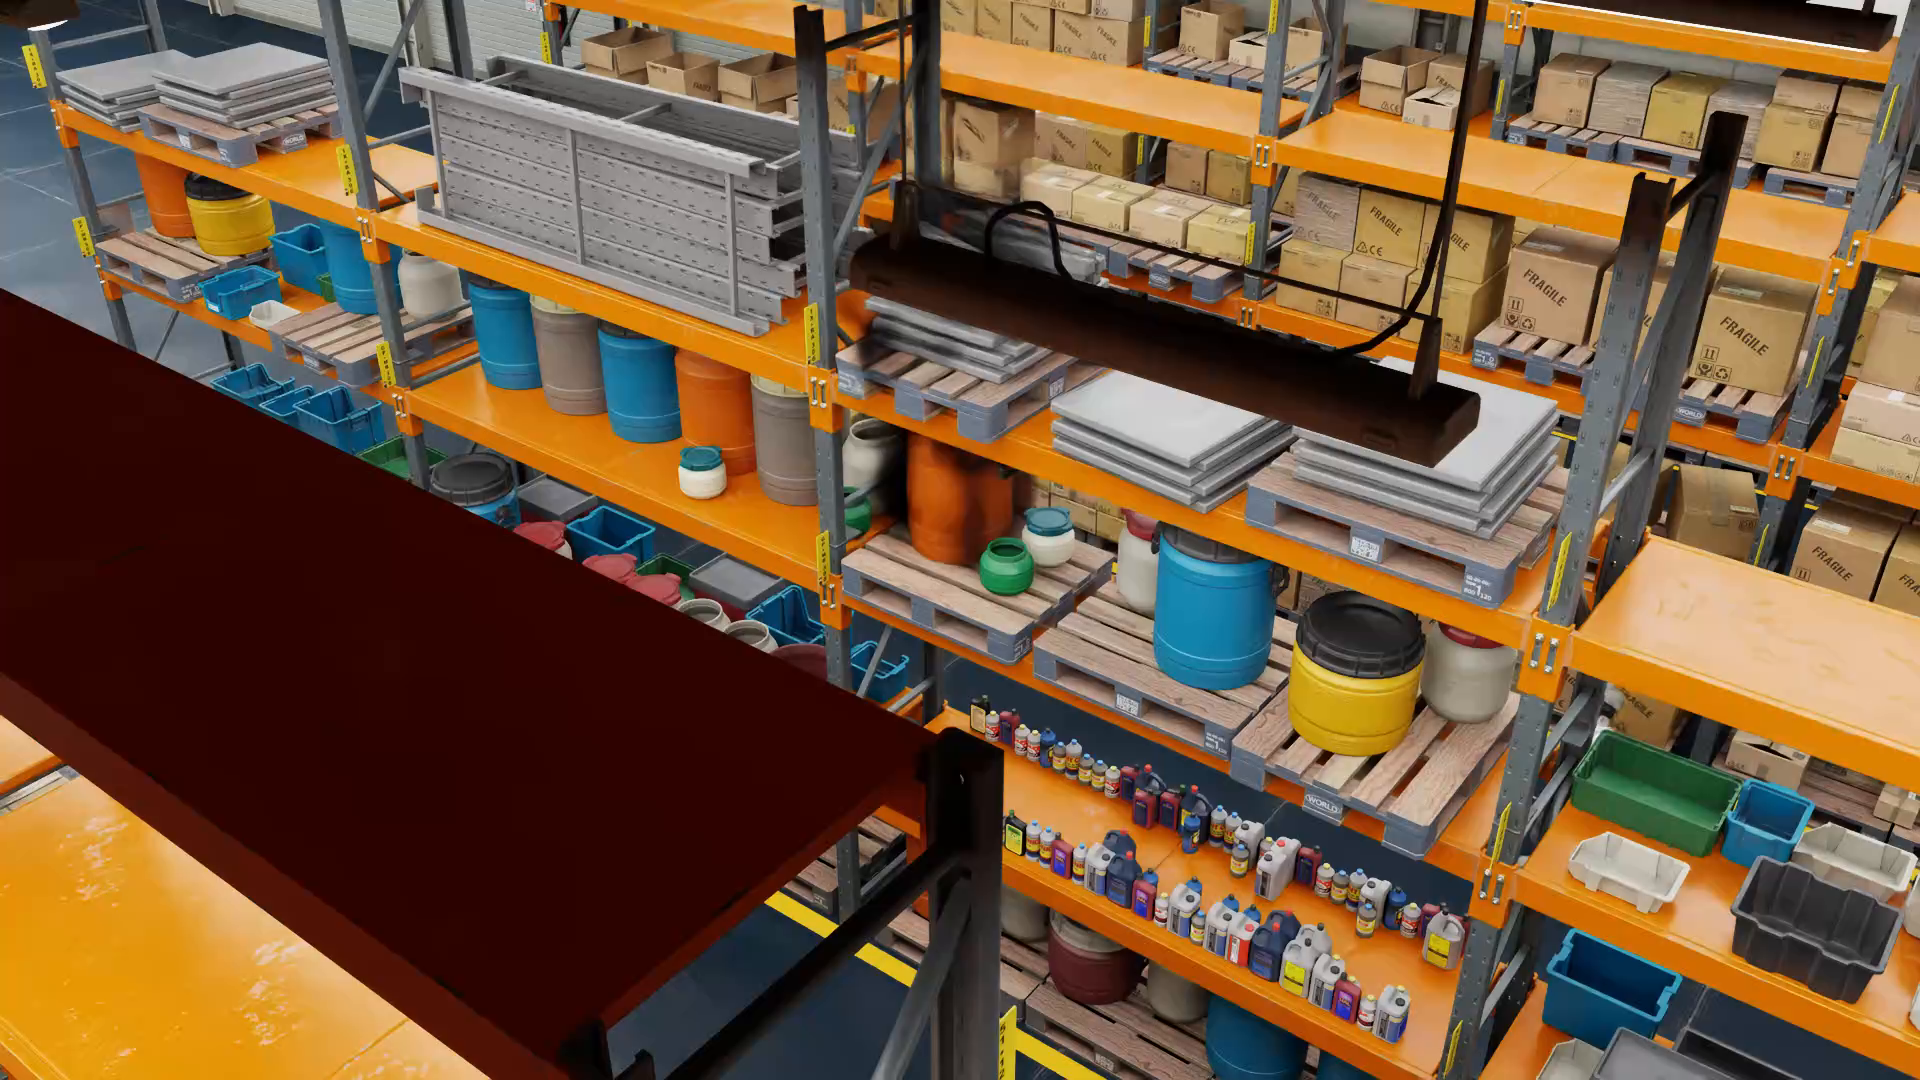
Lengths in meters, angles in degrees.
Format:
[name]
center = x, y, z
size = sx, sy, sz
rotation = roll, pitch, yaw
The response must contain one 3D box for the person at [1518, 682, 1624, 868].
[person]
center = 4.135, 1.622, 11.052
size = 0.702, 1.672, 0.622
rotation = 14, 34, 22
